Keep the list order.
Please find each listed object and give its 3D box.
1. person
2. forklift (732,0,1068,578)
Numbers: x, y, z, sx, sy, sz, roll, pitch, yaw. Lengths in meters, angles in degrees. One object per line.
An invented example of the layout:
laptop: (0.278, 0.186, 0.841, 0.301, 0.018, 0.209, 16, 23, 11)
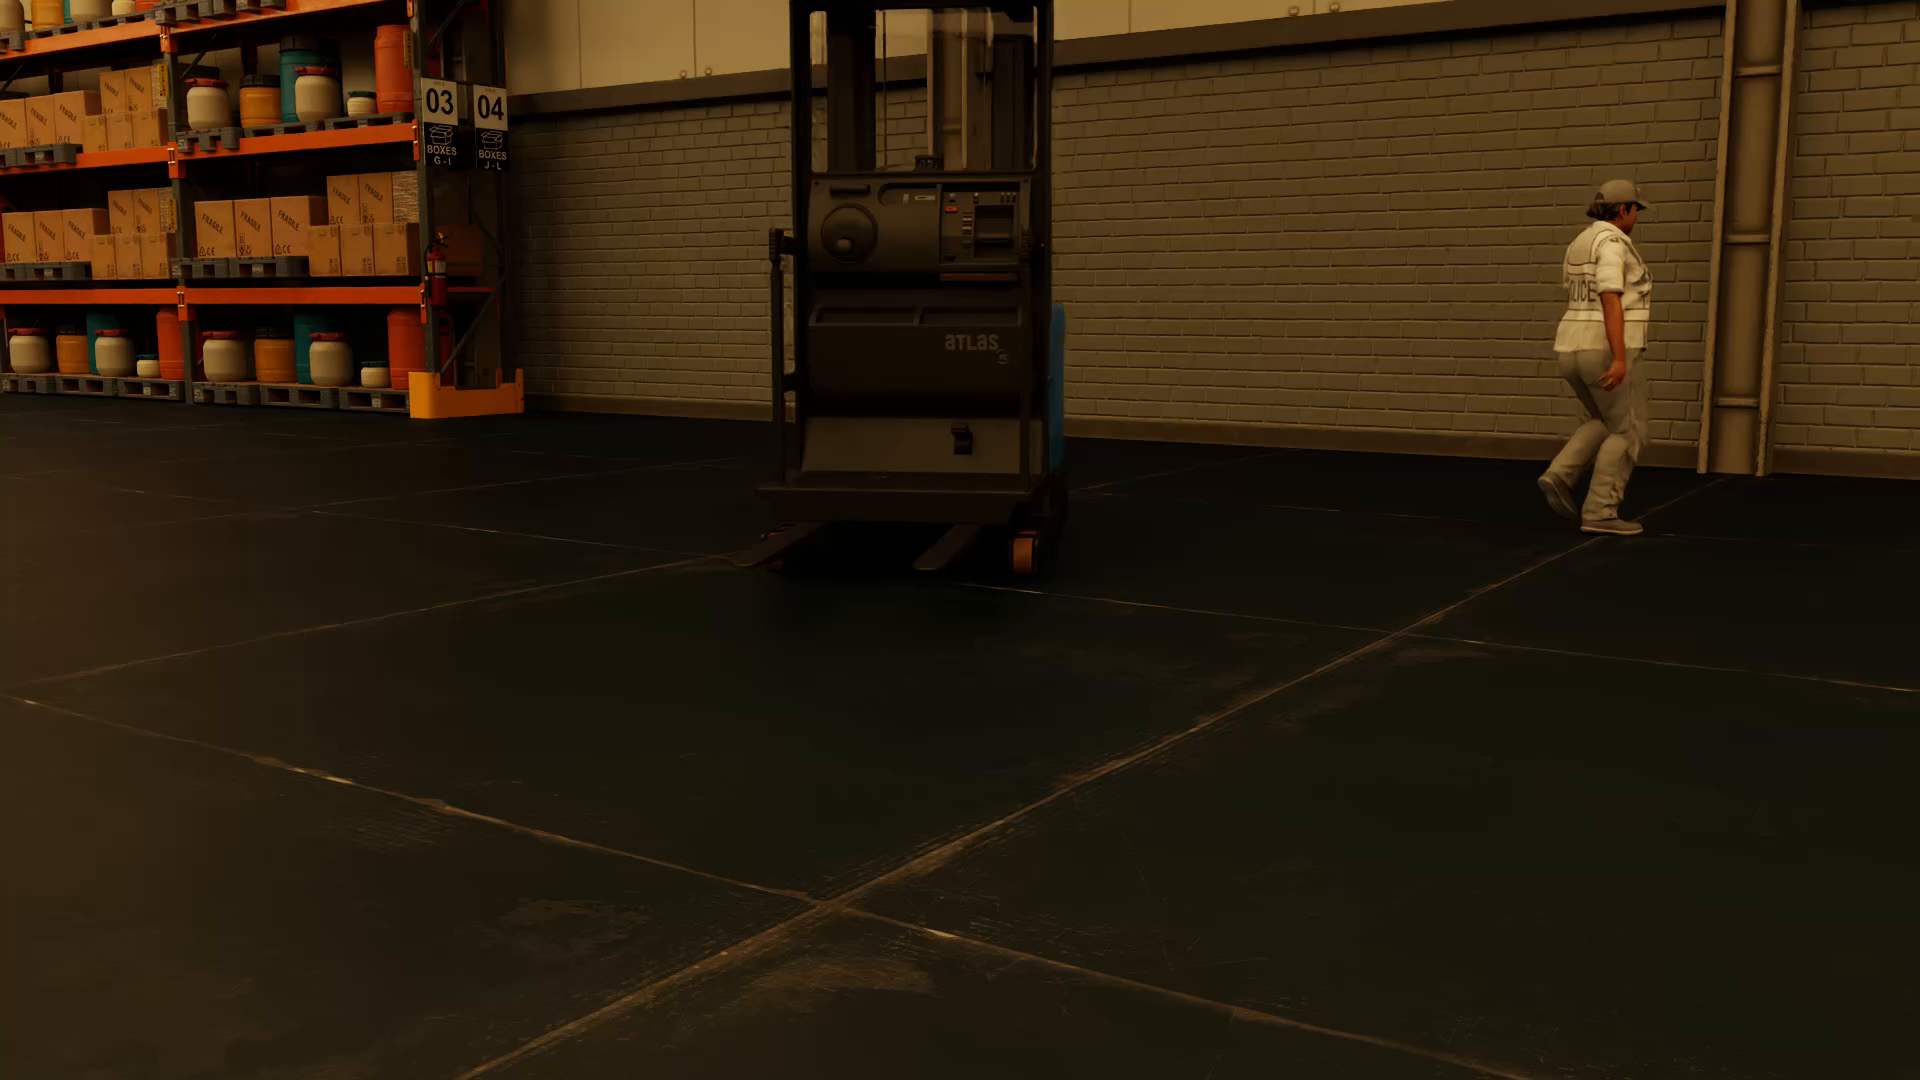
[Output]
person: (3.022, -0.852, 7.778, 0.470, 1.645, 0.645, -1, 8, -7)
forklift: (-0.197, -1.353, 6.708, 1.130, 2.935, 3.031, 1, 8, 8)
